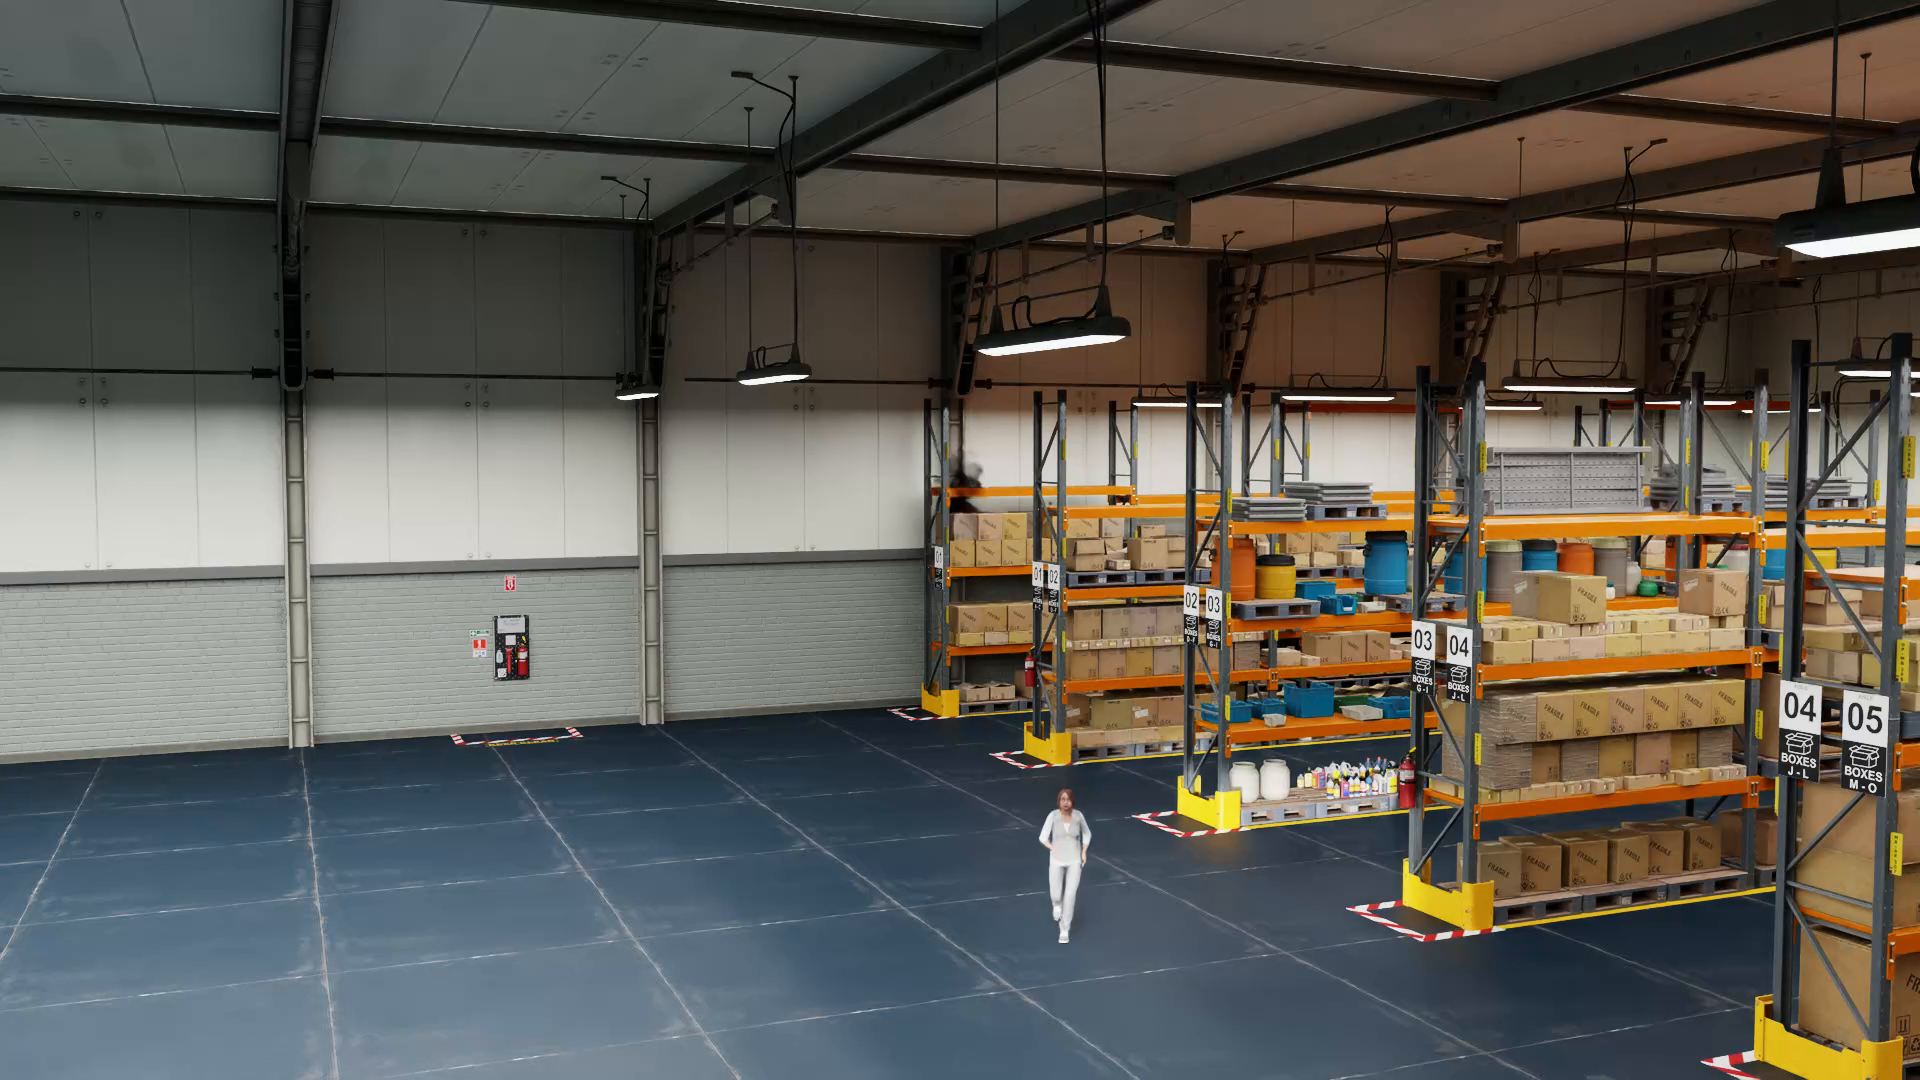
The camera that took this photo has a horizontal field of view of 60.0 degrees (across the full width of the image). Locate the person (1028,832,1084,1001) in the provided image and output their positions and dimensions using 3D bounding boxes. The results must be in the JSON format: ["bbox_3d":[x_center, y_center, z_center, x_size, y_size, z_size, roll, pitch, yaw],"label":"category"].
[{"bbox_3d":[0.880,3.461,15.253,0.516,1.564,0.639,0,3,2],"label":"person"}]
